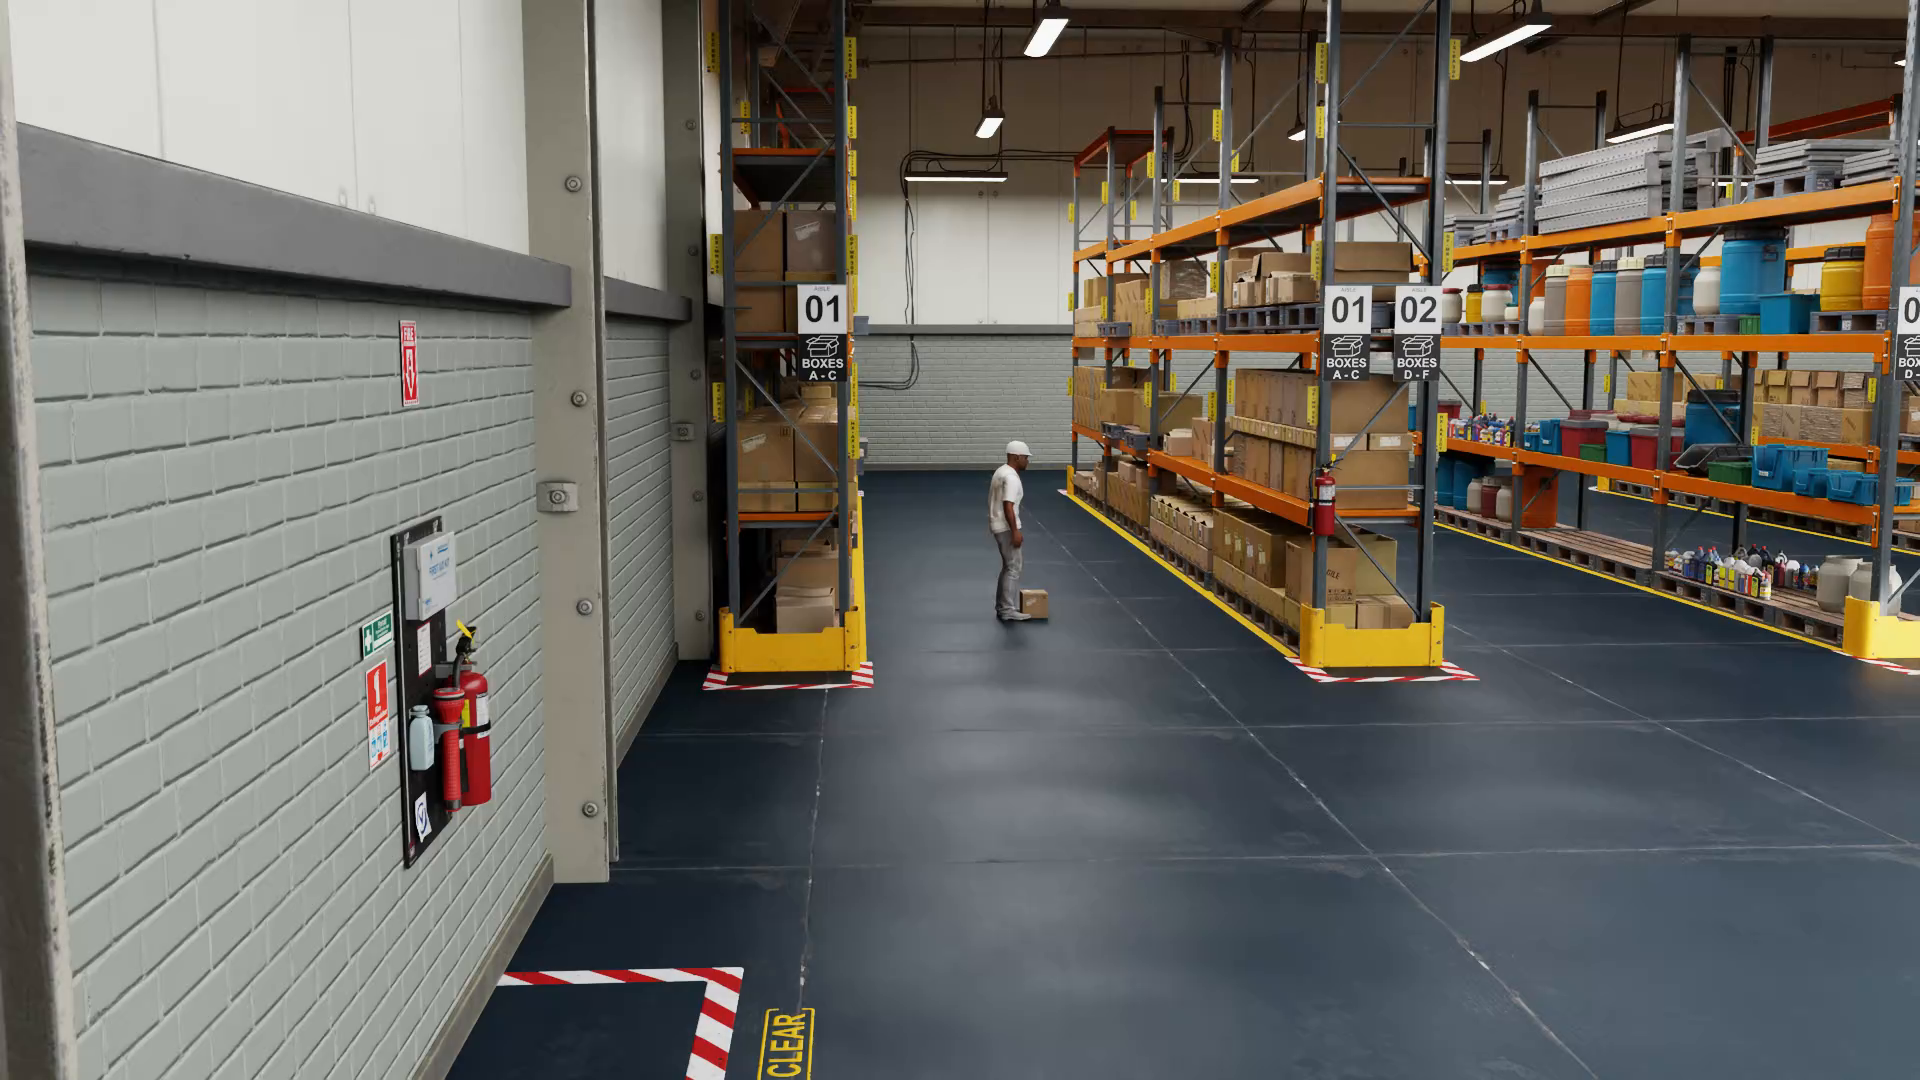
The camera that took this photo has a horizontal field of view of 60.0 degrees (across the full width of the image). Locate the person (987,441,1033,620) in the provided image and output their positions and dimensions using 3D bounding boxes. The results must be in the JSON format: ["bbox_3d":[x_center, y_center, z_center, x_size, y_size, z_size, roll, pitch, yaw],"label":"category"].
[{"bbox_3d":[0.506,-0.105,16.541,0.455,1.761,0.628,-1,7,-6],"label":"person"}]
